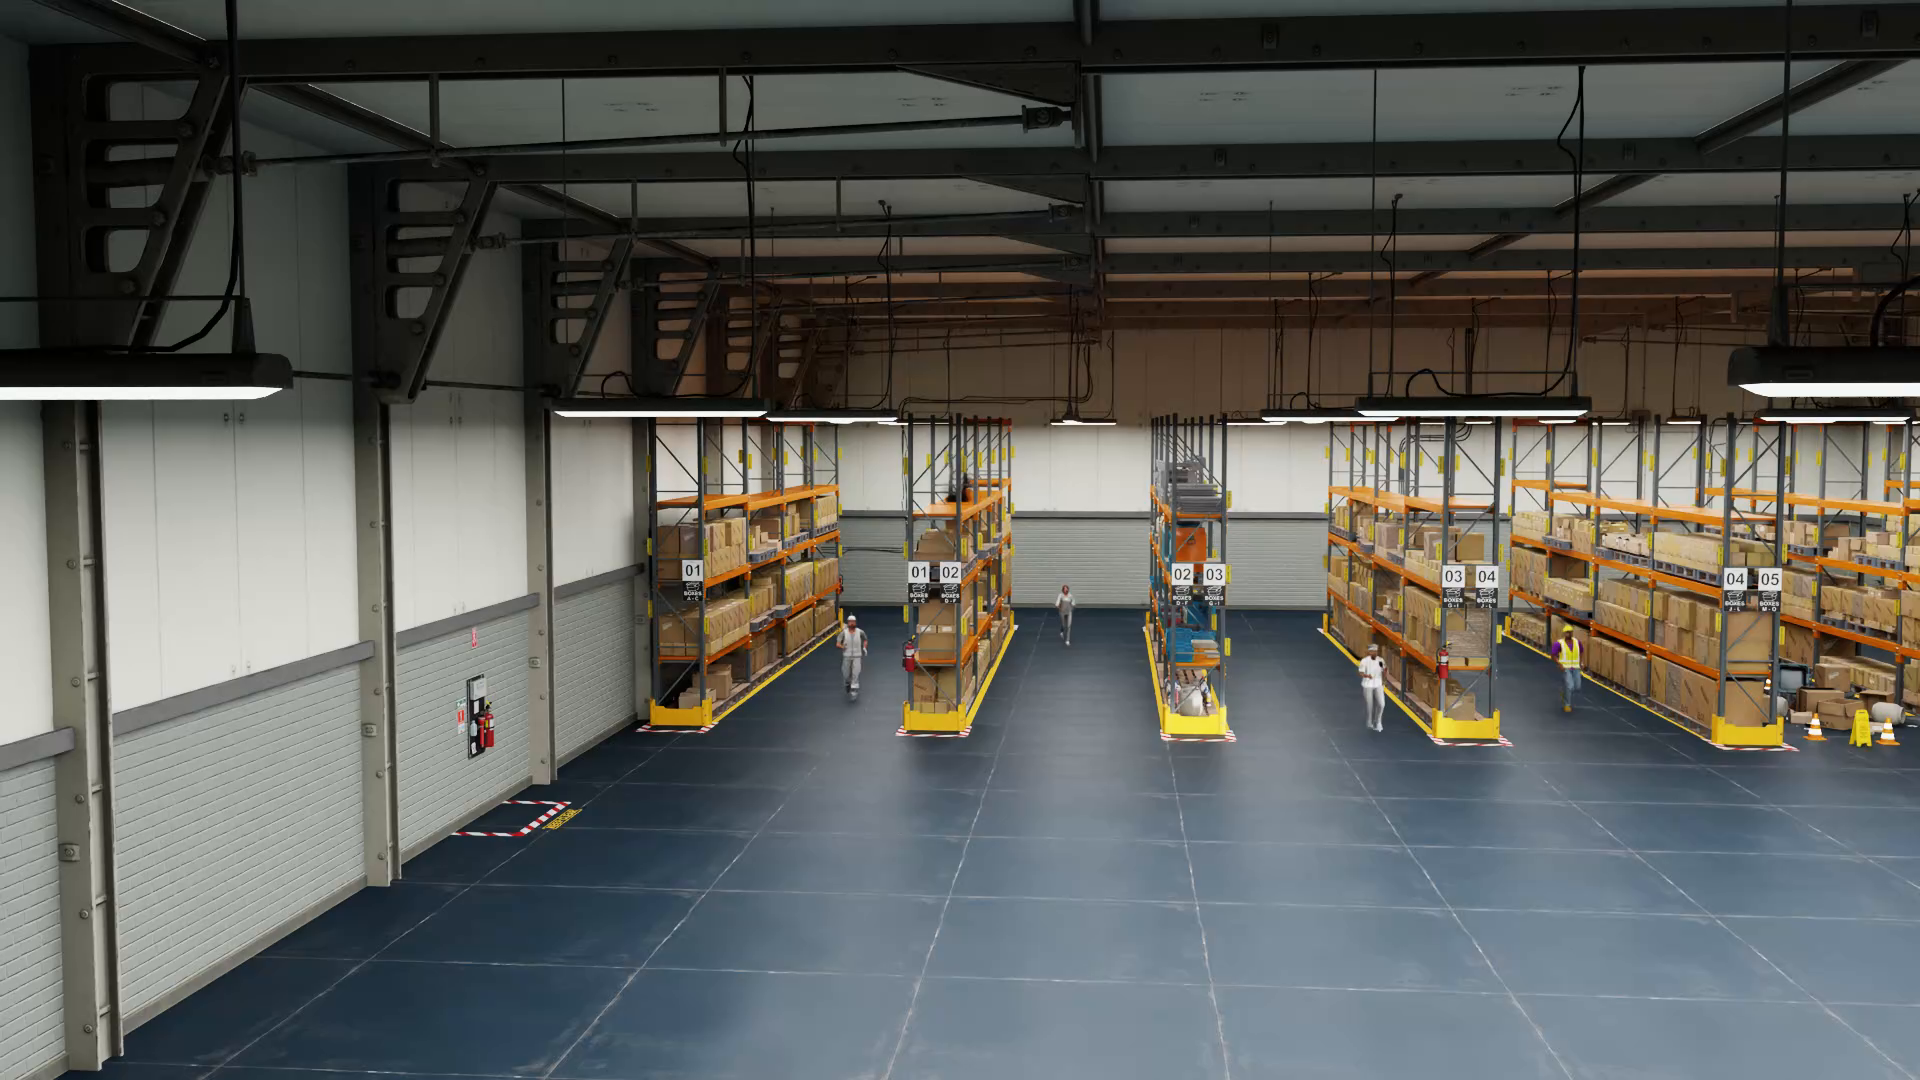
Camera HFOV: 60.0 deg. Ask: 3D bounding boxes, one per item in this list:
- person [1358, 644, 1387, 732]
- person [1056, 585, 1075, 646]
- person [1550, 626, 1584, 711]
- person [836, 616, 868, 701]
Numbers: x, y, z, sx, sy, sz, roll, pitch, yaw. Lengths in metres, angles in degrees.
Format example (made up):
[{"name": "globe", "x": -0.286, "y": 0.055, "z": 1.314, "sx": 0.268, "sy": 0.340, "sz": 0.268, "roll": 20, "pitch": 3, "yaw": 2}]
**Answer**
[{"name": "person", "x": 7.799, "y": 2.779, "z": 31.402, "sx": 0.588, "sy": 1.682, "sz": 0.730, "roll": 0, "pitch": 4, "yaw": 4}, {"name": "person", "x": 2.797, "y": 1.978, "z": 44.045, "sx": 0.535, "sy": 1.596, "sz": 0.812, "roll": 0, "pitch": 4, "yaw": -6}, {"name": "person", "x": 12.340, "y": 2.597, "z": 33.726, "sx": 0.698, "sy": 1.729, "sz": 0.546, "roll": 0, "pitch": 4, "yaw": -2}, {"name": "person", "x": -2.275, "y": 2.477, "z": 35.091, "sx": 0.669, "sy": 1.764, "sz": 0.908, "roll": 0, "pitch": 4, "yaw": -5}]
